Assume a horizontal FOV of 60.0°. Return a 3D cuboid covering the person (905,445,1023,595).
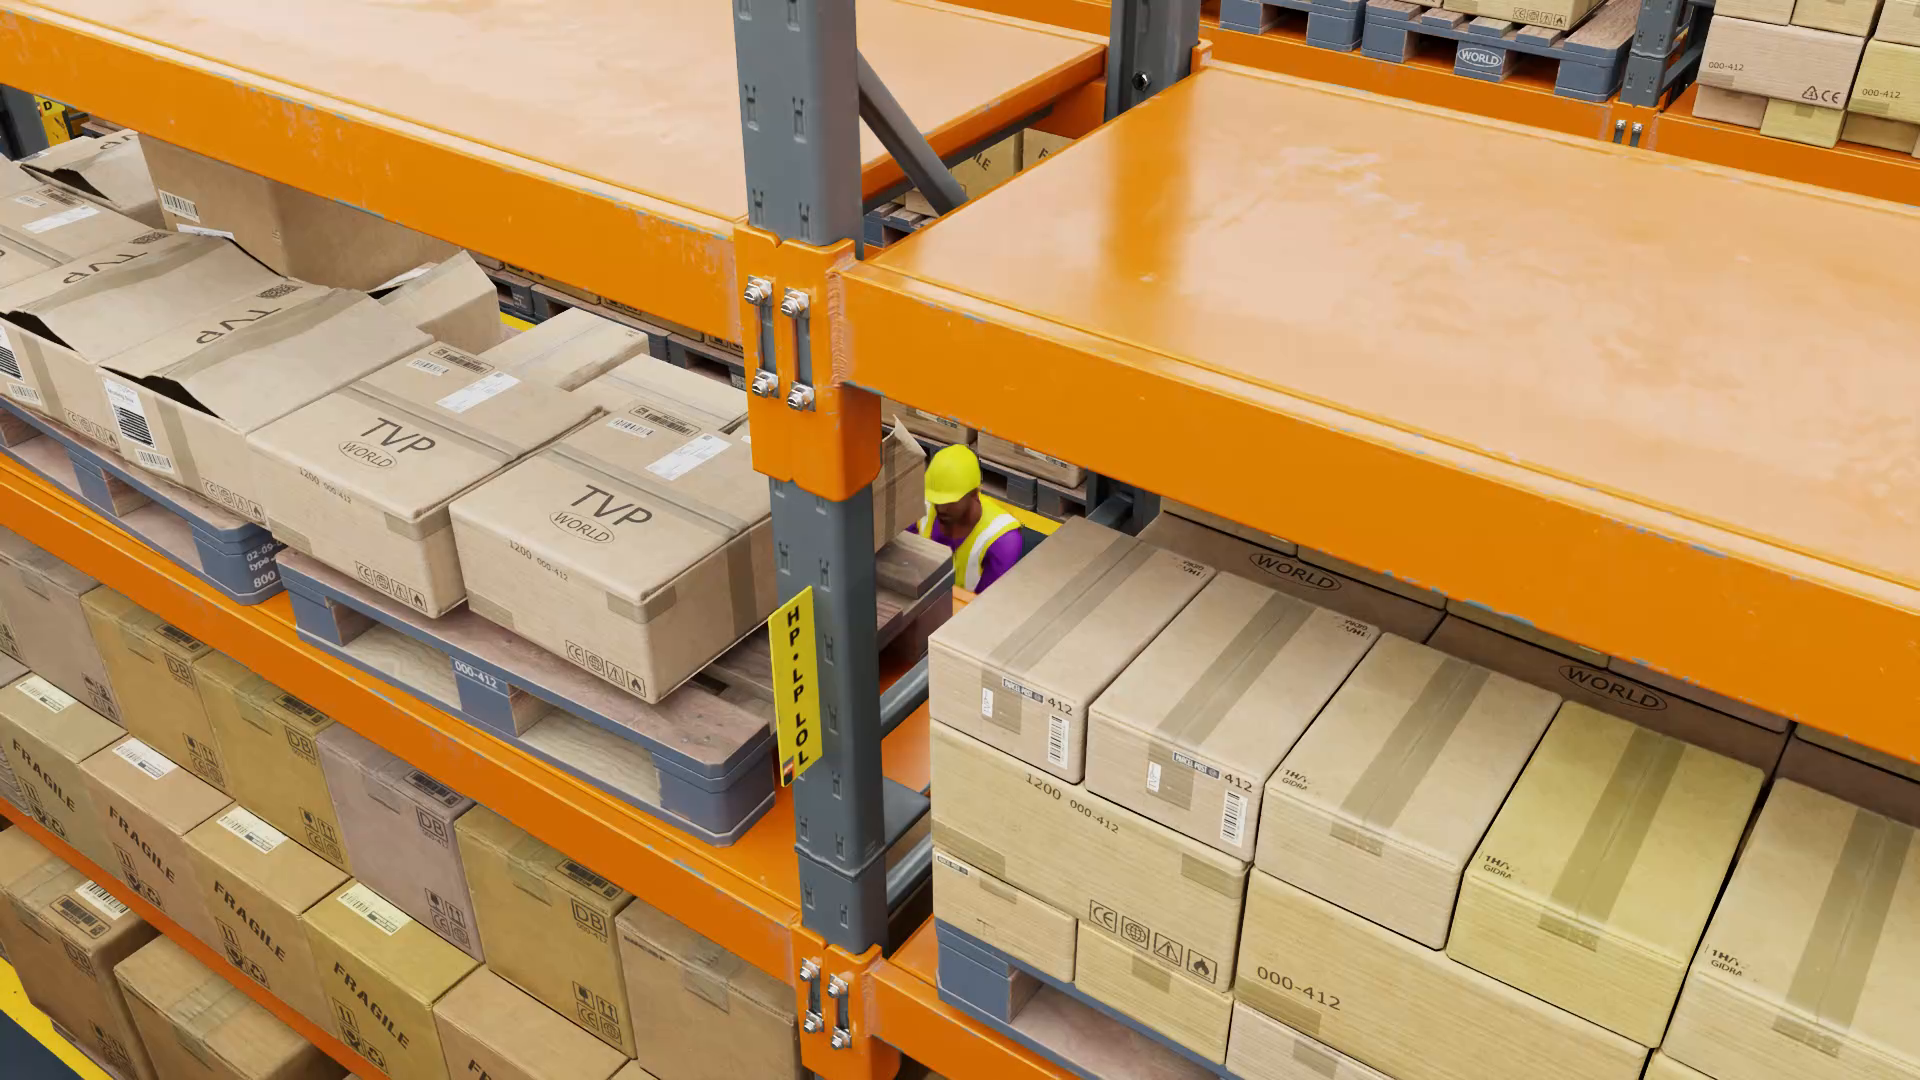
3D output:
[{"bbox_3d":[-0.019,0.374,6.765,0.501,1.746,0.592,21,39,27],"label":"person"}]
